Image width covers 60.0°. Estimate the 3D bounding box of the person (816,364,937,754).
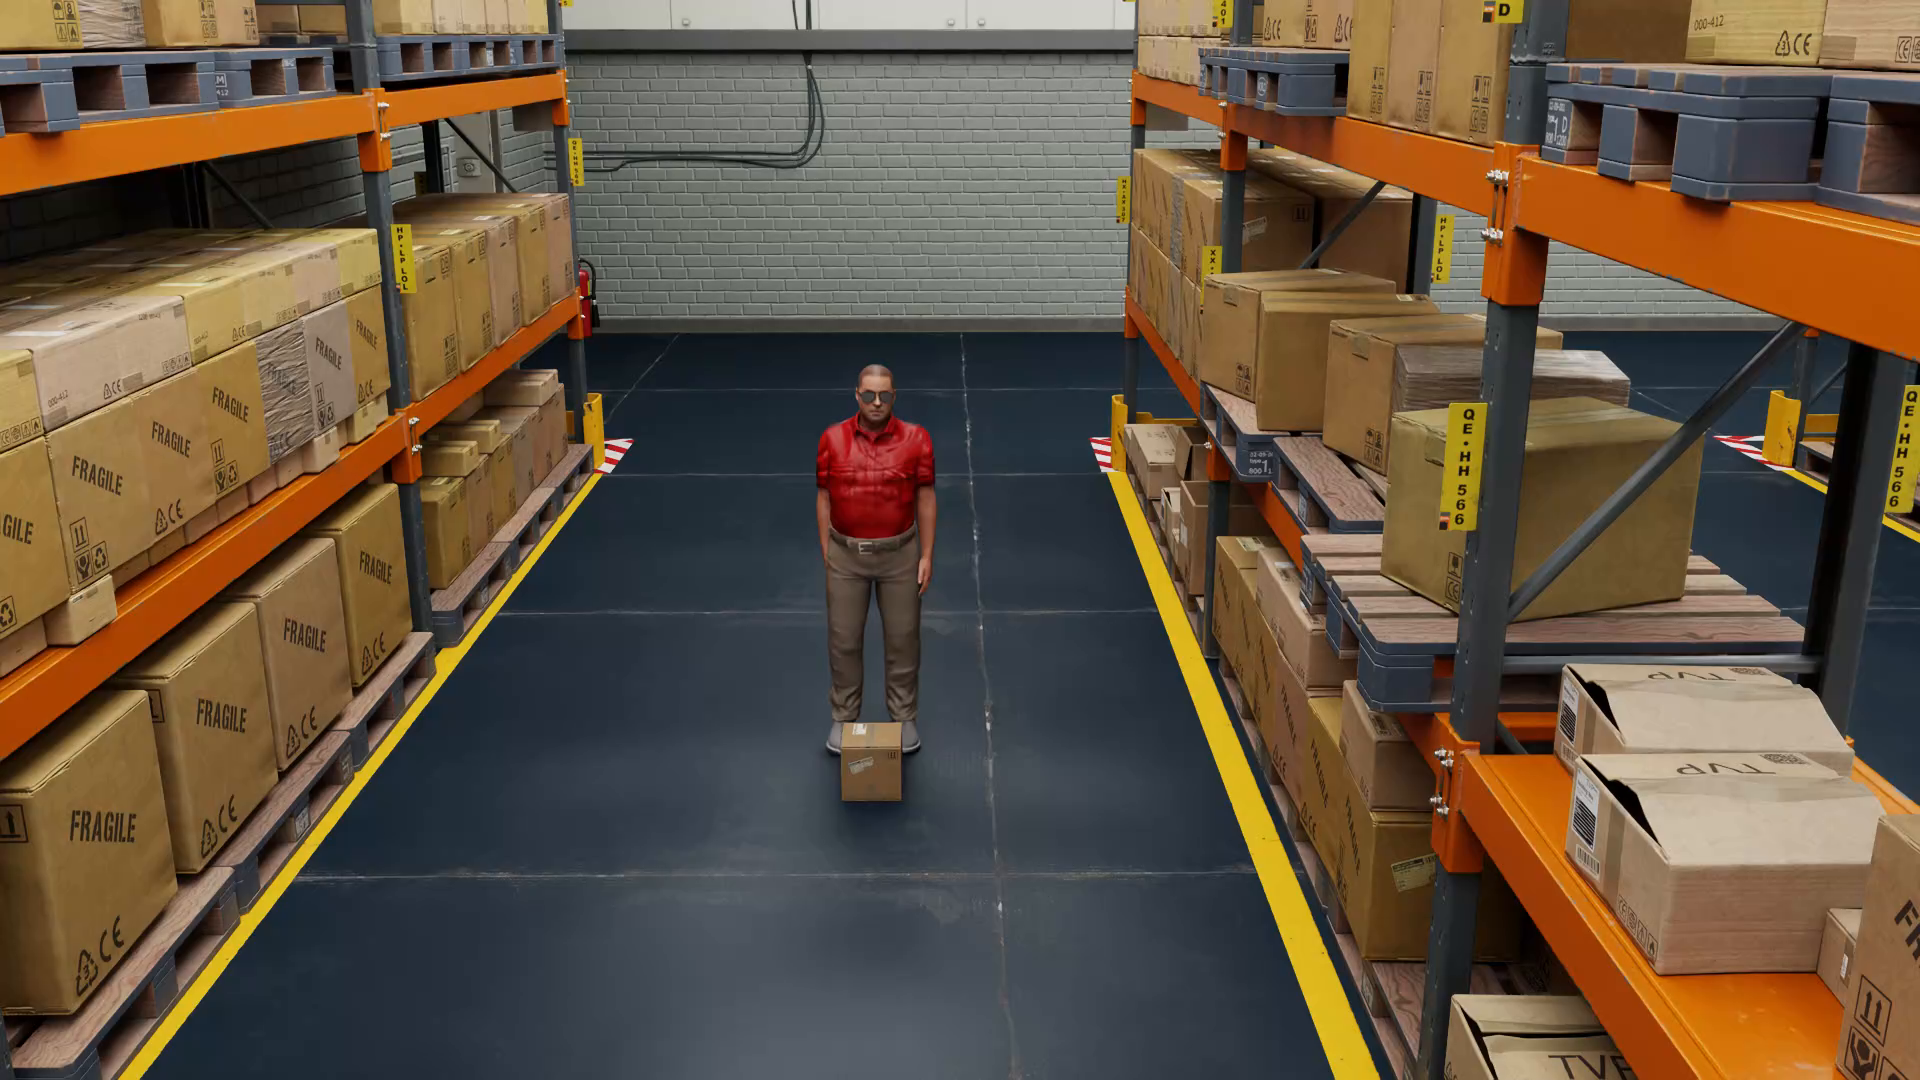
[{"bbox_3d":[-0.364,0.092,7.284,0.526,1.723,0.361,0,17,0],"label":"person"}]
